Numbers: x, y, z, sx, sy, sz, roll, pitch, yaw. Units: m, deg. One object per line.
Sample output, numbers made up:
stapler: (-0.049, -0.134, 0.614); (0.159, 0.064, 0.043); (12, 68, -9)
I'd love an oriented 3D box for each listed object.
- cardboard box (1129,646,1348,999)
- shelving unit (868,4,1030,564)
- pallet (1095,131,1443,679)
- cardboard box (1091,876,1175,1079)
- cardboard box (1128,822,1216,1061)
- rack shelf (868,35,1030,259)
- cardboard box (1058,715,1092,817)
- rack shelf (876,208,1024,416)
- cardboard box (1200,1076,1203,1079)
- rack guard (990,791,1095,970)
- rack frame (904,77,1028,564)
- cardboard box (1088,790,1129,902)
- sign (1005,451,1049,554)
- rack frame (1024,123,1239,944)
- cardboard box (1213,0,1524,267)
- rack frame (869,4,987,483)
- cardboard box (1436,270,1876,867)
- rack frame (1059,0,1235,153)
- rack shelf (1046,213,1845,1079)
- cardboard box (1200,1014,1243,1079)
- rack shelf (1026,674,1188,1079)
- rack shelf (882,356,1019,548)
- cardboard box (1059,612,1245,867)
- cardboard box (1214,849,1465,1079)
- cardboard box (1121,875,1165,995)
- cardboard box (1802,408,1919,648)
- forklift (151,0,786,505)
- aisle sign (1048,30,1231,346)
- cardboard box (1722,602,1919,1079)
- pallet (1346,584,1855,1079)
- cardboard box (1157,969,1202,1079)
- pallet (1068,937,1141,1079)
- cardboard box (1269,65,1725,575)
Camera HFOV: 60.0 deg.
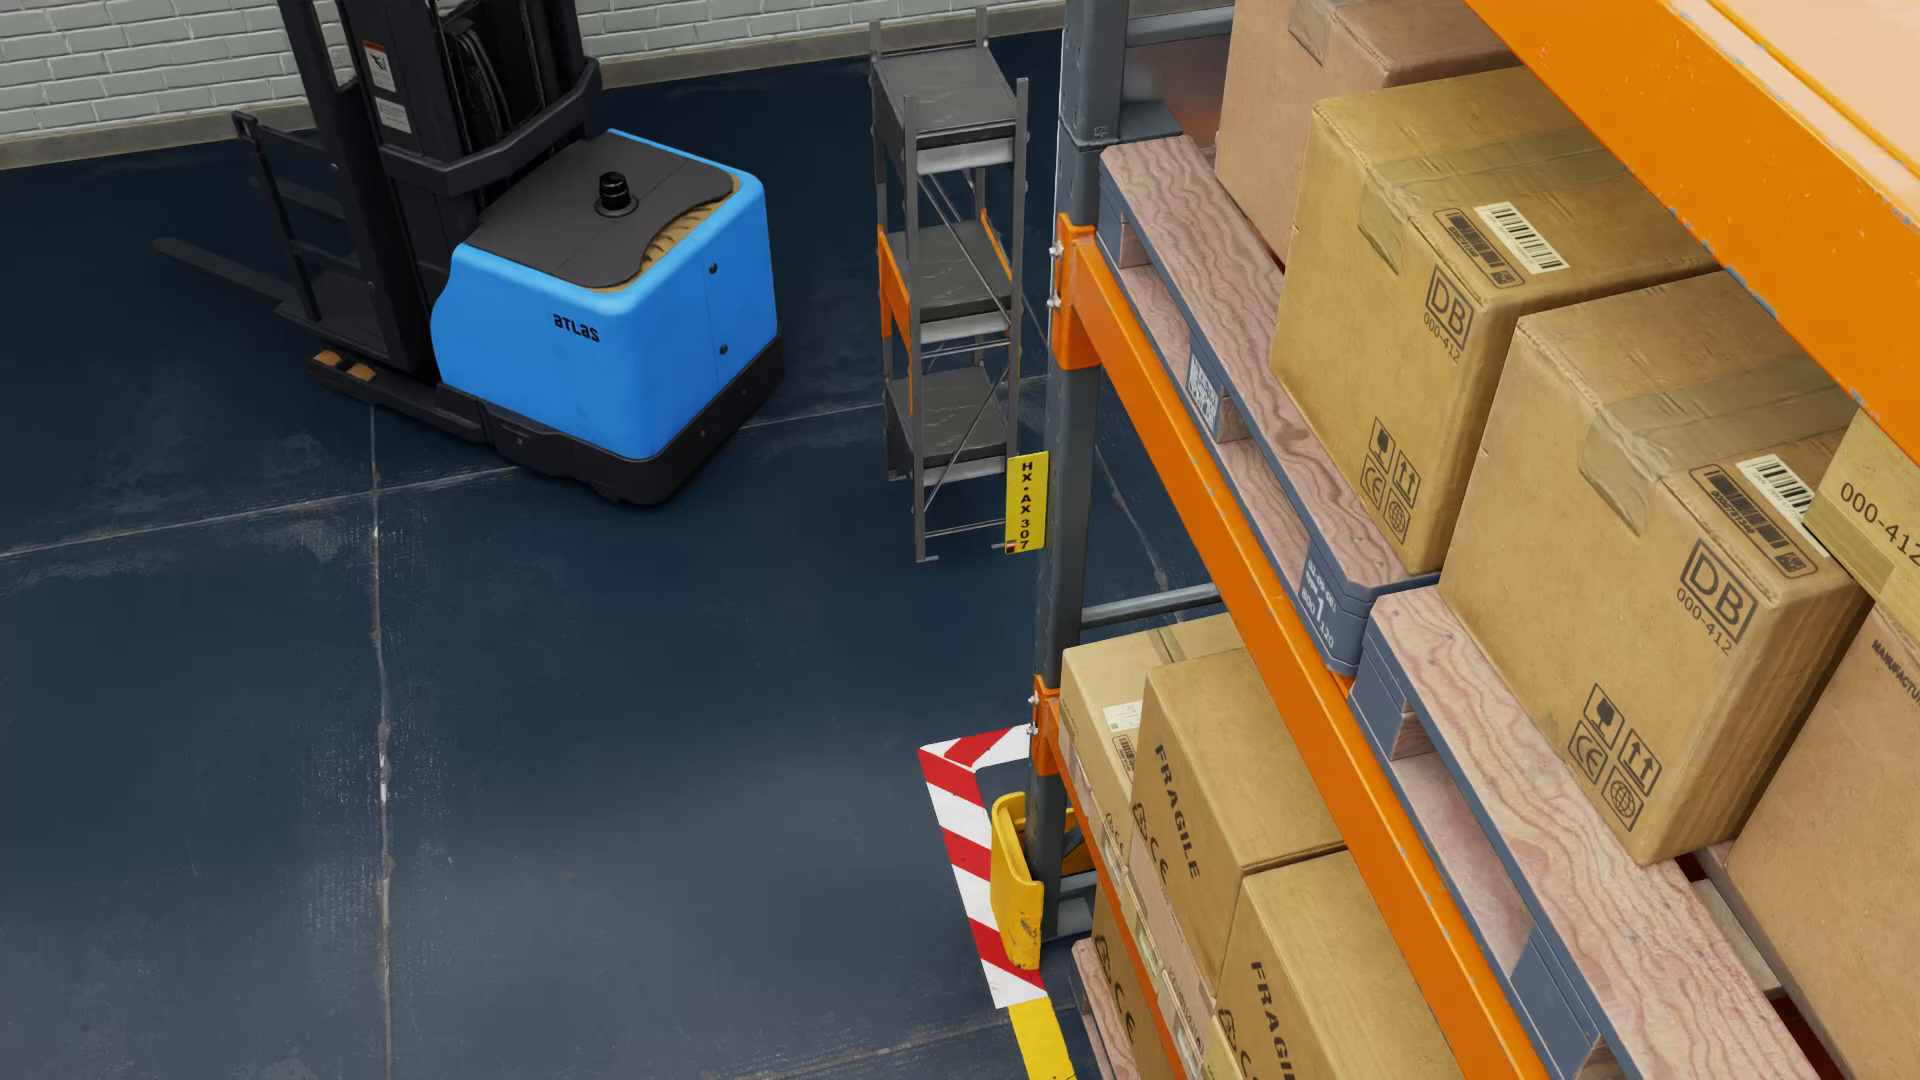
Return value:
cardboard box: (0.691, 0.557, 3.475); (0.500, 0.500, 0.500); (-12, 47, -11)
shelving unit: (-0.042, -0.849, 6.112); (0.431, 2.100, 0.503); (-11, 47, -10)
pallet: (0.901, -0.363, 2.967); (1.003, 0.211, 1.213); (-11, 47, -10)
cardboard box: (0.942, 1.170, 4.697); (0.875, 0.875, 0.875); (-11, 47, -10)
cardboard box: (0.702, 0.832, 3.731); (0.500, 0.250, 0.500); (-11, 47, -11)
rack shelf: (-0.042, -1.330, 5.622); (0.431, 0.518, 0.480); (-11, 47, -10)
cardboard box: (0.473, 0.539, 4.297); (0.380, 0.149, 0.250); (-10, 46, -10)
rack shelf: (-0.042, -0.840, 6.122); (0.431, 0.518, 0.480); (-11, 47, -10)
cardboard box: (0.737, 1.248, 3.603); (0.380, 0.149, 0.250); (-12, 47, -11)
rack guard: (0.695, 1.004, 5.416); (1.175, 0.500, 0.348); (-11, 47, -10)
rack frame: (0.020, -0.681, 5.947); (0.400, 2.100, 0.015); (-11, 47, -10)
cardboard box: (0.540, 0.716, 4.124); (0.380, 0.149, 0.250); (-11, 47, -11)
sign: (0.163, -0.088, 4.074); (0.100, 0.325, 0.005); (-11, 47, -10)
rack frame: (0.701, 0.146, 4.507); (1.000, 3.000, 0.127); (-11, 47, -10)
cardboard box: (0.886, -0.772, 2.872); (0.700, 0.500, 0.500); (-13, 47, -13)
rack frame: (-0.105, -1.018, 6.277); (0.400, 2.100, 0.015); (-11, 47, -10)
cardboard box: (1.092, -0.013, 2.129); (0.700, 0.500, 0.500); (-14, 47, -13)
rack frame: (0.701, -1.954, 2.364); (1.000, 3.000, 0.127); (-11, 47, -10)
rack shelf: (1.213, 0.728, 2.340); (1.077, 0.370, 4.000); (-11, 47, -10)
cardboard box: (0.827, 1.180, 3.390); (0.500, 0.250, 0.500); (-12, 47, -12)
rack shelf: (1.213, 1.778, 3.411); (1.077, 0.370, 4.000); (-11, 47, -10)
rack shelf: (-0.042, -0.350, 6.622); (0.431, 0.518, 0.480); (-11, 47, -10)
cardboard box: (0.563, 0.475, 4.081); (0.500, 0.250, 0.500); (-12, 47, -11)
cardboard box: (0.829, 0.914, 3.126); (0.500, 0.500, 0.500); (-12, 47, -11)
cardboard box: (0.606, 0.893, 3.951); (0.380, 0.149, 0.250); (-12, 47, -11)
cardboard box: (1.208, 0.013, 1.578); (0.500, 0.250, 0.500); (-12, 47, -12)
forklift: (-2.314, -1.944, 6.603); (3.031, 2.935, 1.130); (22, 49, 20)
aisle sign: (0.392, -0.759, 3.574); (0.394, 0.787, 0.004); (-11, 47, -10)
cardboard box: (1.336, 0.352, 1.770); (0.700, 0.500, 0.500); (-9, 46, -9)
pallet: (1.217, 0.481, 2.140); (1.003, 0.211, 1.213); (-11, 47, -10)
cardboard box: (0.673, 1.072, 3.775); (0.380, 0.149, 0.250); (-11, 47, -11)
pallet: (0.981, 1.659, 4.976); (1.003, 0.211, 1.213); (-11, 47, -10)
cardboard box: (0.913, -0.362, 2.470); (0.700, 0.500, 0.500); (-12, 47, -12)
